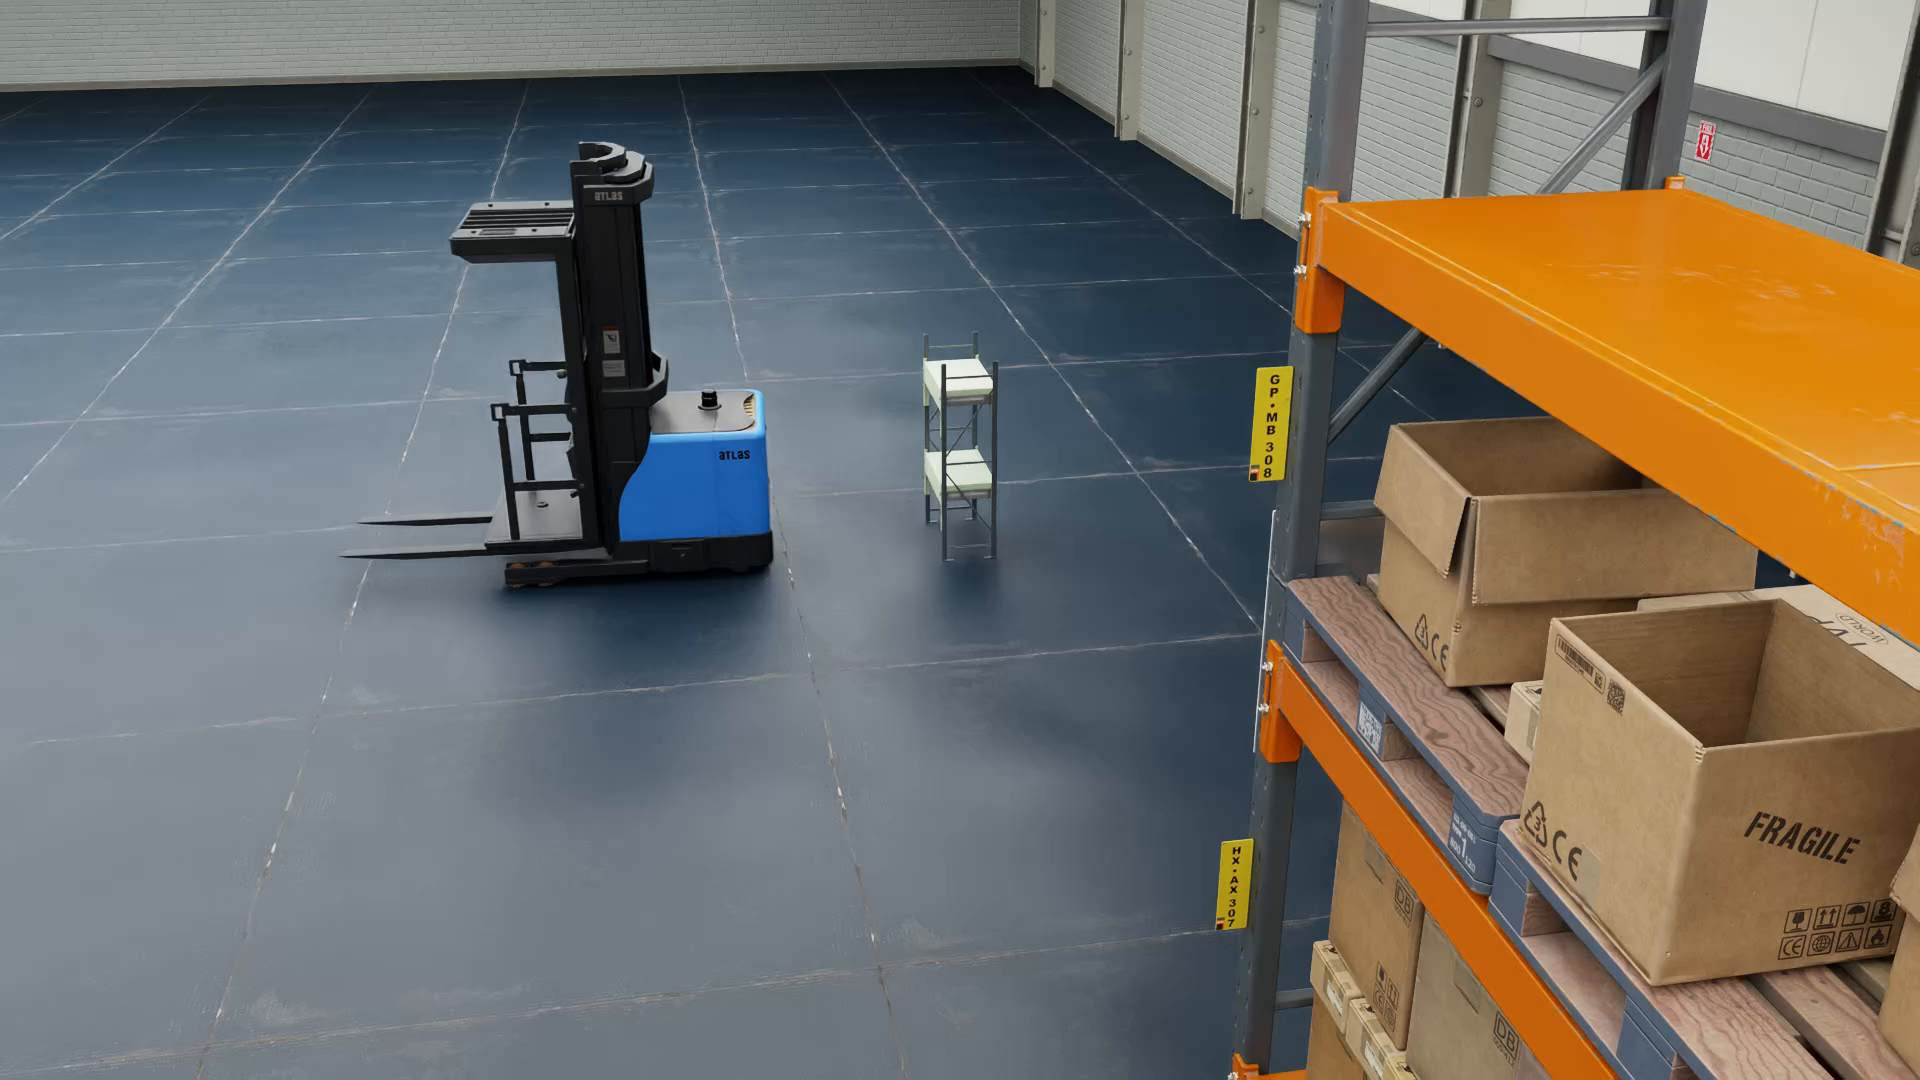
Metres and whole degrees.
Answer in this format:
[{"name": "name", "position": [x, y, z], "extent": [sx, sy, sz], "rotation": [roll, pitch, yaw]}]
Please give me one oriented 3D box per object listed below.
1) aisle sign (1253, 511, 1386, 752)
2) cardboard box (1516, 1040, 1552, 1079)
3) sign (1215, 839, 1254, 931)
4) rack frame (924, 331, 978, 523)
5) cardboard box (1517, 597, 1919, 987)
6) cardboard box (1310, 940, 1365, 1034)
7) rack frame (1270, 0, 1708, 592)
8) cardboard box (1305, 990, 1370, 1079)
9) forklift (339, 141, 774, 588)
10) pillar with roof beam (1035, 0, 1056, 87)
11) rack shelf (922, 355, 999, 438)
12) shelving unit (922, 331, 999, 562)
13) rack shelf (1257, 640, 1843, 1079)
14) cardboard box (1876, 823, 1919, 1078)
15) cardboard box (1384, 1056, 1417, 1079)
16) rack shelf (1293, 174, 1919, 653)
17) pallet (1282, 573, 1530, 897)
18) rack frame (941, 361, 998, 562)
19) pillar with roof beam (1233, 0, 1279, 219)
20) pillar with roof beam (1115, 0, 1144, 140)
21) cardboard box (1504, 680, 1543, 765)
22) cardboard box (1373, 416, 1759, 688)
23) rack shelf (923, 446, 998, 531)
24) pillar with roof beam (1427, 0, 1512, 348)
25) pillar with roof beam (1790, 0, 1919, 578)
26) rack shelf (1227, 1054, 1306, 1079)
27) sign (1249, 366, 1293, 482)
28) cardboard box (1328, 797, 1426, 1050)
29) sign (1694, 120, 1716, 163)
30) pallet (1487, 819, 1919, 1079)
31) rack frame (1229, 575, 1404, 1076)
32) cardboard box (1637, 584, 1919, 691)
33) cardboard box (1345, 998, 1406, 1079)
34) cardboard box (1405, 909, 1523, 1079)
[{"name": "aisle sign", "position": [1.079, 0.264, 4.892], "extent": [0.394, 0.787, 0.004], "rotation": [-4, 24, -10]}, {"name": "cardboard box", "position": [1.672, 1.429, 3.728], "extent": [0.700, 0.500, 0.500], "rotation": [-4, 24, -10]}, {"name": "sign", "position": [0.846, 1.065, 5.127], "extent": [0.100, 0.325, 0.005], "rotation": [-4, 24, -10]}, {"name": "rack frame", "position": [-0.069, -0.834, 12.528], "extent": [0.400, 1.500, 0.023], "rotation": [-4, 24, -10]}, {"name": "cardboard box", "position": [1.431, 0.455, 3.130], "extent": [0.500, 0.500, 0.500], "rotation": [-4, 24, -10]}, {"name": "cardboard box", "position": [1.253, 1.286, 4.865], "extent": [0.380, 0.149, 0.250], "rotation": [-4, 24, -10]}, {"name": "rack frame", "position": [1.392, -1.290, 4.204], "extent": [1.000, 3.000, 0.127], "rotation": [-4, 24, -10]}, {"name": "cardboard box", "position": [1.466, 1.598, 4.962], "extent": [0.700, 0.500, 0.500], "rotation": [-4, 24, -10]}, {"name": "forklift", "position": [-2.901, -1.232, 11.652], "extent": [3.031, 2.935, 1.130], "rotation": [-3, 24, -6]}, {"name": "pillar with roof beam", "position": [-2.539, -12.929, 30.851], "extent": [9.100, 9.000, 0.400], "rotation": [-4, 24, -10]}, {"name": "rack shelf", "position": [-0.001, -1.048, 12.042], "extent": [0.431, 0.370, 0.720], "rotation": [-4, 24, -10]}, {"name": "shelving unit", "position": [-0.001, -0.690, 12.198], "extent": [0.431, 1.500, 0.755], "rotation": [-4, 24, -10]}, {"name": "rack shelf", "position": [1.762, 1.201, 3.147], "extent": [1.077, 0.370, 4.000], "rotation": [-4, 24, -10]}, {"name": "cardboard box", "position": [1.951, 0.697, 2.574], "extent": [0.797, 0.503, 0.637], "rotation": [-2, 24, -4]}, {"name": "cardboard box", "position": [1.350, 1.488, 4.403], "extent": [0.380, 0.149, 0.250], "rotation": [-4, 24, -10]}, {"name": "rack shelf", "position": [1.762, 0.009, 2.627], "extent": [1.077, 0.370, 4.000], "rotation": [-4, 24, -10]}, {"name": "pallet", "position": [1.498, 0.405, 4.181], "extent": [1.003, 0.211, 1.213], "rotation": [-4, 24, -10]}, {"name": "rack frame", "position": [0.066, -0.546, 11.869], "extent": [0.400, 1.500, 0.023], "rotation": [-4, 24, -10]}, {"name": "pillar with roof beam", "position": [-0.320, -8.209, 20.044], "extent": [9.100, 9.000, 0.400], "rotation": [-4, 24, -10]}, {"name": "pillar with roof beam", "position": [-1.429, -10.569, 25.448], "extent": [9.100, 9.000, 0.400], "rotation": [-4, 24, -10]}, {"name": "cardboard box", "position": [1.437, 0.419, 3.653], "extent": [0.380, 0.149, 0.250], "rotation": [-4, 24, -10]}, {"name": "cardboard box", "position": [1.494, 0.007, 4.153], "extent": [0.797, 0.503, 0.637], "rotation": [-3, 24, -6]}, {"name": "rack shelf", "position": [-0.001, -0.391, 12.329], "extent": [0.431, 0.370, 0.720], "rotation": [-4, 24, -10]}, {"name": "pillar with roof beam", "position": [0.790, -5.849, 14.641], "extent": [9.100, 9.000, 0.400], "rotation": [-4, 24, -10]}, {"name": "pillar with roof beam", "position": [1.899, -3.489, 9.237], "extent": [9.100, 9.000, 0.400], "rotation": [-4, 24, -10]}, {"name": "rack shelf", "position": [1.762, 2.575, 3.747], "extent": [1.077, 0.370, 4.000], "rotation": [-4, 24, -10]}, {"name": "sign", "position": [0.846, -0.314, 4.525], "extent": [0.100, 0.325, 0.005], "rotation": [-4, 24, -10]}, {"name": "cardboard box", "position": [1.476, 1.024, 4.655], "extent": [0.700, 0.500, 0.500], "rotation": [-4, 24, -10]}, {"name": "sign", "position": [5.807, -3.106, 12.959], "extent": [0.001, 0.298, 0.199], "rotation": [-4, 24, -10]}, {"name": "pallet", "position": [1.727, 0.886, 3.080], "extent": [1.003, 0.211, 1.213], "rotation": [-4, 24, -10]}, {"name": "rack frame", "position": [1.392, 1.459, 5.405], "extent": [1.000, 3.000, 0.127], "rotation": [-4, 24, -10]}, {"name": "cardboard box", "position": [1.864, 0.330, 3.730], "extent": [0.500, 0.250, 0.500], "rotation": [-4, 24, -10]}, {"name": "cardboard box", "position": [1.305, 1.390, 4.628], "extent": [0.380, 0.149, 0.250], "rotation": [-5, 24, -11]}, {"name": "cardboard box", "position": [1.578, 1.230, 4.182], "extent": [0.700, 0.500, 0.500], "rotation": [-5, 24, -11]}]
